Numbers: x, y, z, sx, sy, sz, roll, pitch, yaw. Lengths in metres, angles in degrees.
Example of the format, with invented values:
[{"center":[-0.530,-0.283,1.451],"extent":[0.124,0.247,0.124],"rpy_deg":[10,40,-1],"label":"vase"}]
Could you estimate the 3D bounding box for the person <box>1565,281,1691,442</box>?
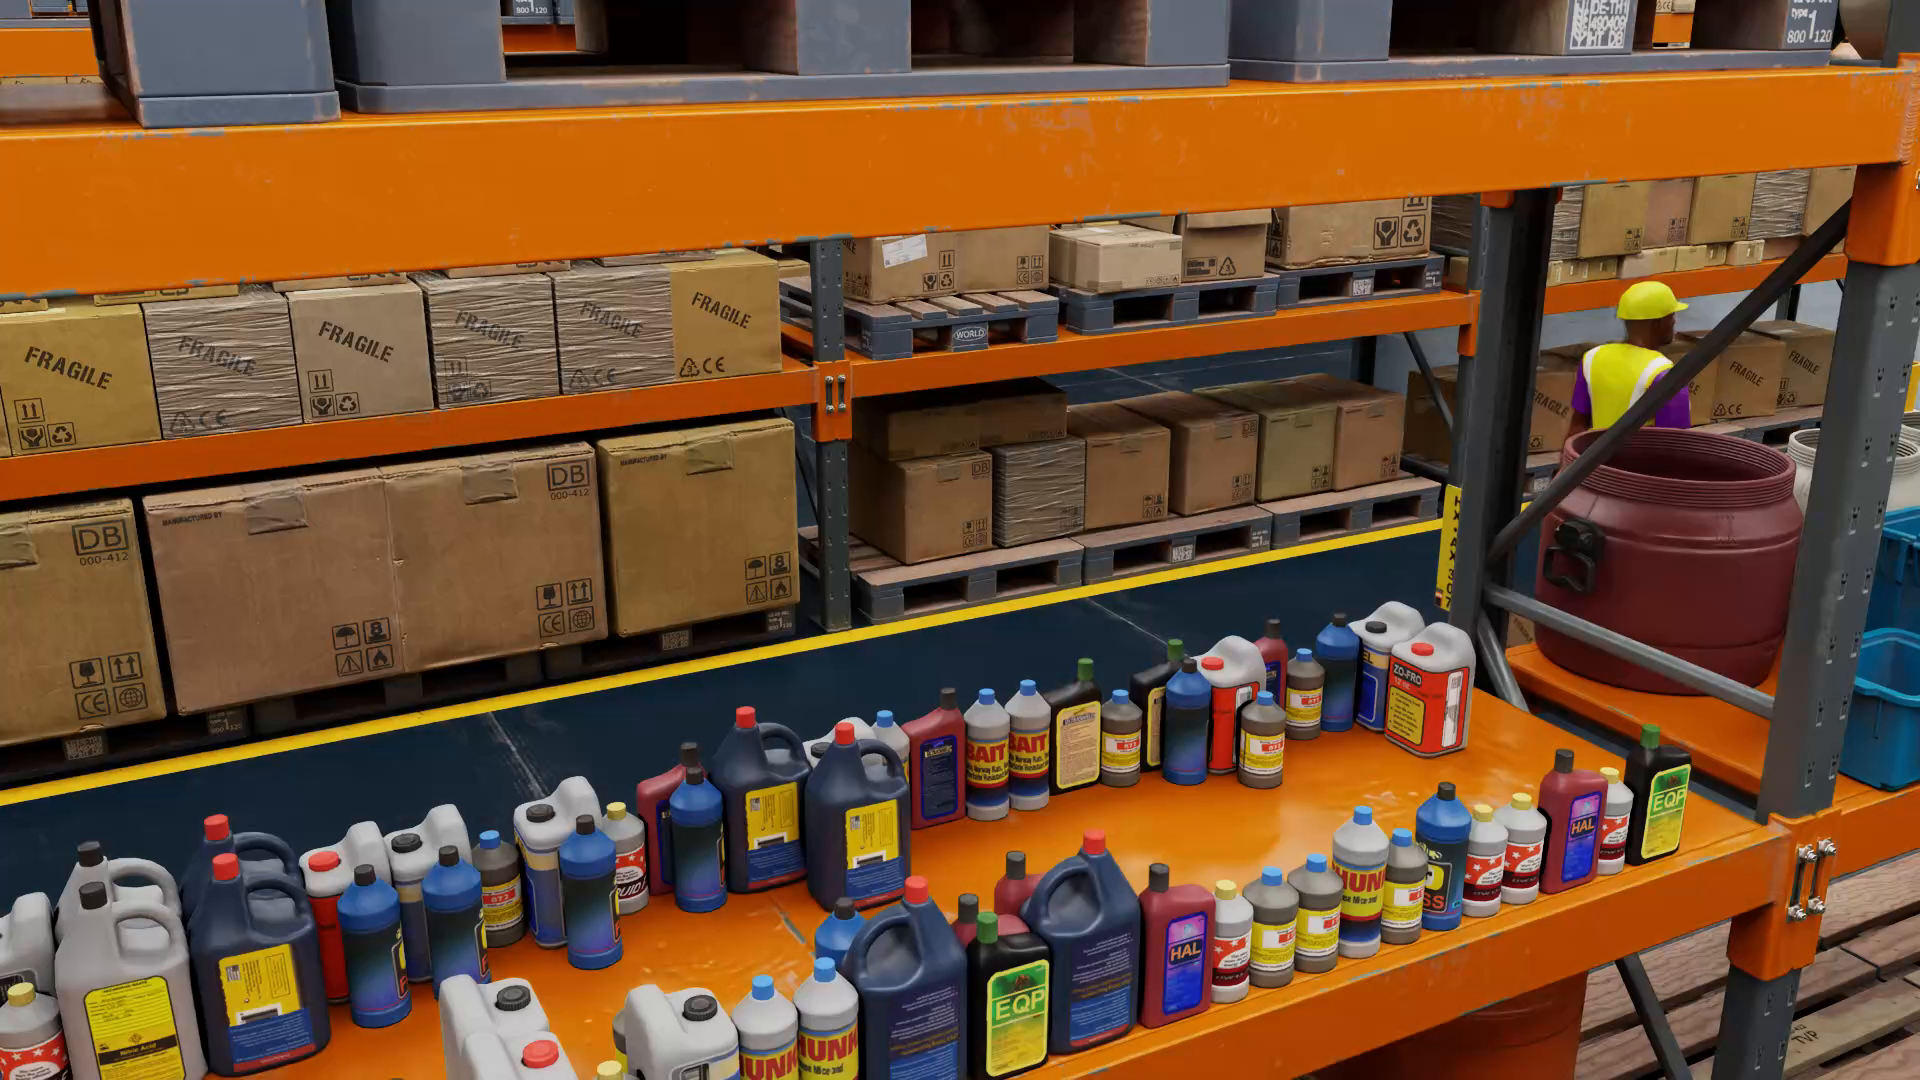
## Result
[{"center":[2.888,-0.204,7.159],"extent":[0.563,1.823,0.617],"rpy_deg":[-6,19,-17],"label":"person"}]
